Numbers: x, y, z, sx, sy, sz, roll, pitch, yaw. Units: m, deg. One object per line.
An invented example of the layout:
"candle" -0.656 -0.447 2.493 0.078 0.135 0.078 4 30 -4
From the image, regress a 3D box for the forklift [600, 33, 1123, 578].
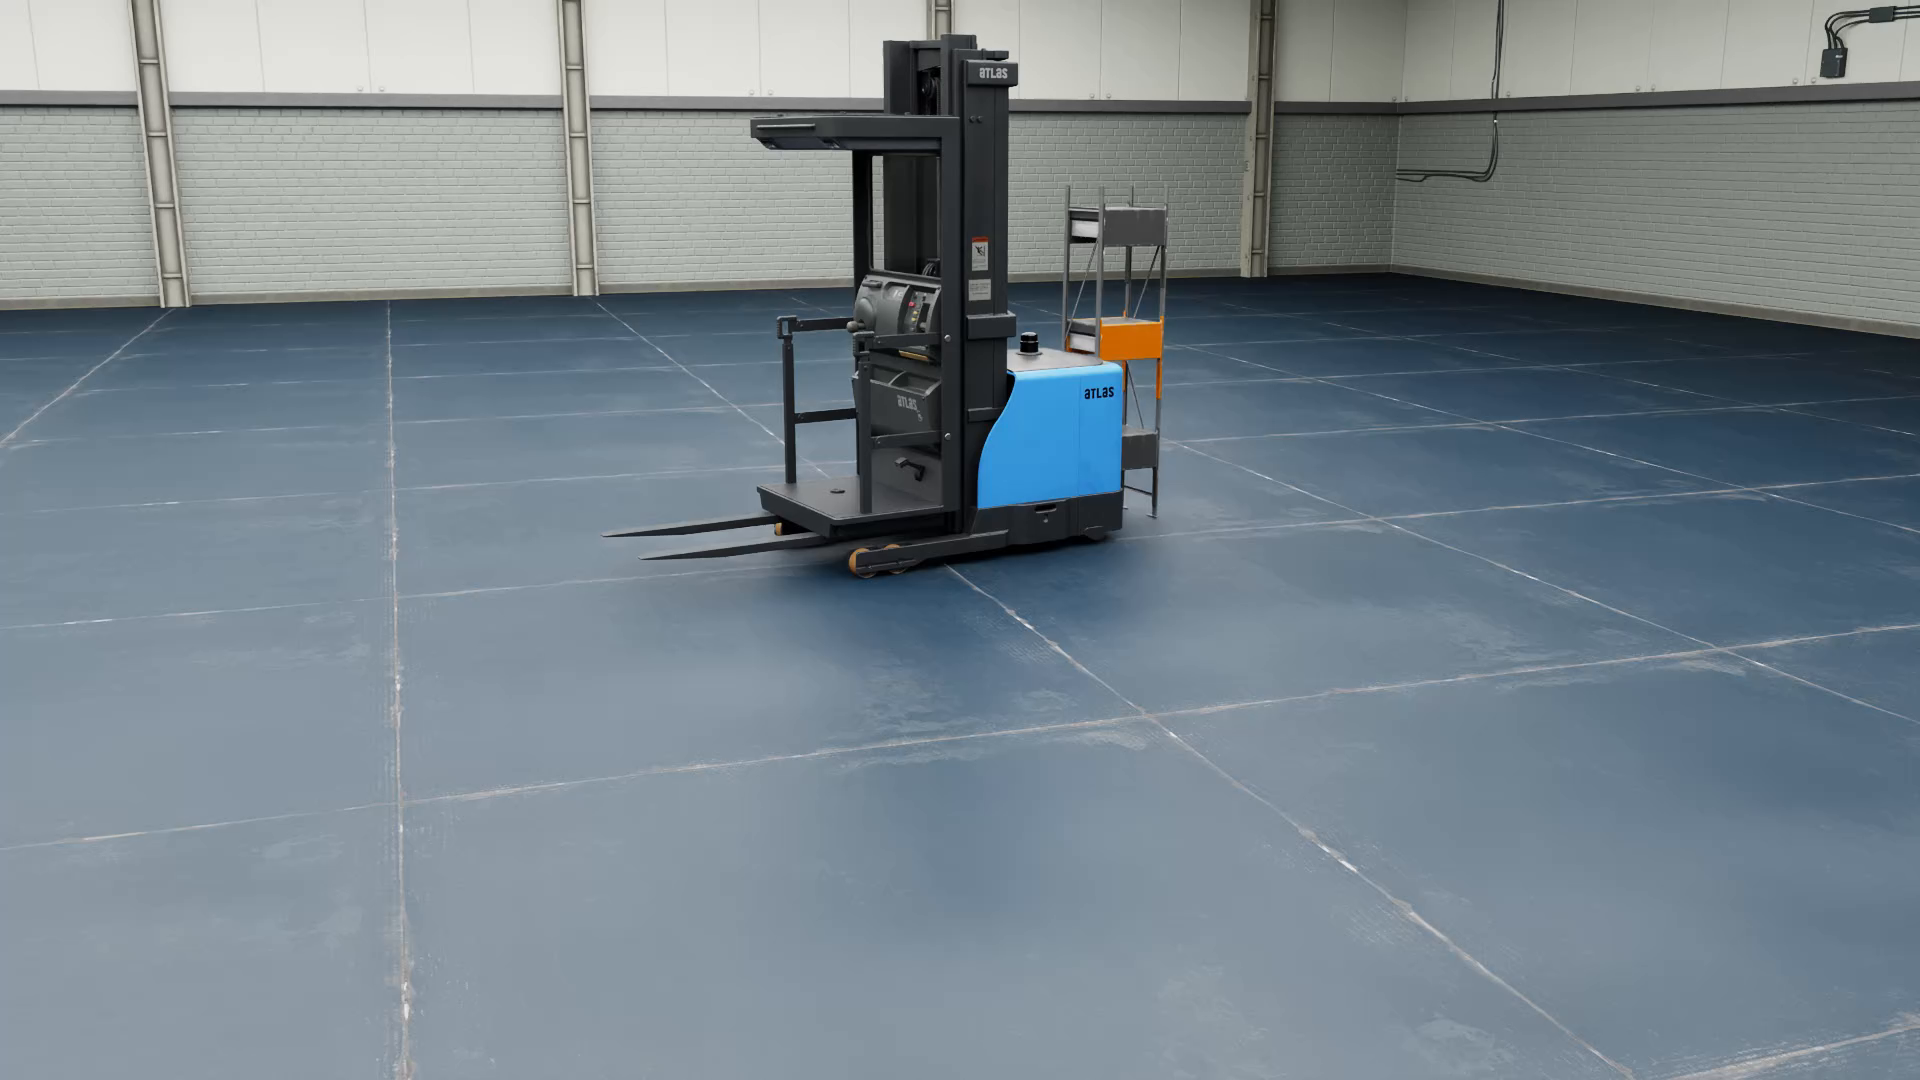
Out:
"forklift" -0.542 -1.352 9.495 3.031 2.935 1.130 -8 15 -29

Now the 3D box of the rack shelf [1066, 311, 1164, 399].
"rack shelf" 0.964 -1.164 10.544 0.480 0.518 0.431 -7 15 -30

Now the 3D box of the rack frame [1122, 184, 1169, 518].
"rack frame" 1.174 -1.203 10.662 0.015 2.100 0.400 -7 15 -30

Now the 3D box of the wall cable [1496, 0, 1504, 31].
"wall cable" 9.442 -9.478 26.338 0.112 2.526 3.097 -4 14 -18

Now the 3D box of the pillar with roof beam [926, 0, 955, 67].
"pillar with roof beam" 1.052 -7.810 23.531 0.400 9.000 9.100 -4 14 -18

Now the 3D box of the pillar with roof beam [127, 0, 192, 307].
"pillar with roof beam" -10.322 -6.925 19.808 0.400 9.000 9.100 -4 14 -18

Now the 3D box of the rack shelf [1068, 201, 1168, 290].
"rack shelf" 0.971 -1.846 10.386 0.480 0.518 0.431 -7 15 -30

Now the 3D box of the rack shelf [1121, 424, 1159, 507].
"rack shelf" 0.957 -0.482 10.702 0.480 0.518 0.431 -7 15 -30

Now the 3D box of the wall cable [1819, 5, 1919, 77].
"wall cable" 11.592 -8.696 19.905 0.169 6.003 2.305 -4 14 -18

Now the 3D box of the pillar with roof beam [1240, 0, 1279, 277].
"pillar with roof beam" 6.738 -8.253 25.393 0.400 9.000 9.100 -4 14 -18

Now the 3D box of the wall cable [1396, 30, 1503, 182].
"wall cable" 8.579 -7.614 29.417 0.112 2.526 3.097 -4 14 -18

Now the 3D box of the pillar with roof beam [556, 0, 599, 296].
"pillar with roof beam" -4.635 -7.367 21.670 0.400 9.000 9.100 -4 14 -18

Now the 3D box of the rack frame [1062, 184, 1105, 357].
"rack frame" 0.754 -1.151 10.420 0.015 2.100 0.400 -7 15 -30

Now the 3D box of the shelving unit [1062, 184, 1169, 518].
"shelving unit" 0.964 -1.177 10.541 0.503 2.100 0.431 -7 15 -30
